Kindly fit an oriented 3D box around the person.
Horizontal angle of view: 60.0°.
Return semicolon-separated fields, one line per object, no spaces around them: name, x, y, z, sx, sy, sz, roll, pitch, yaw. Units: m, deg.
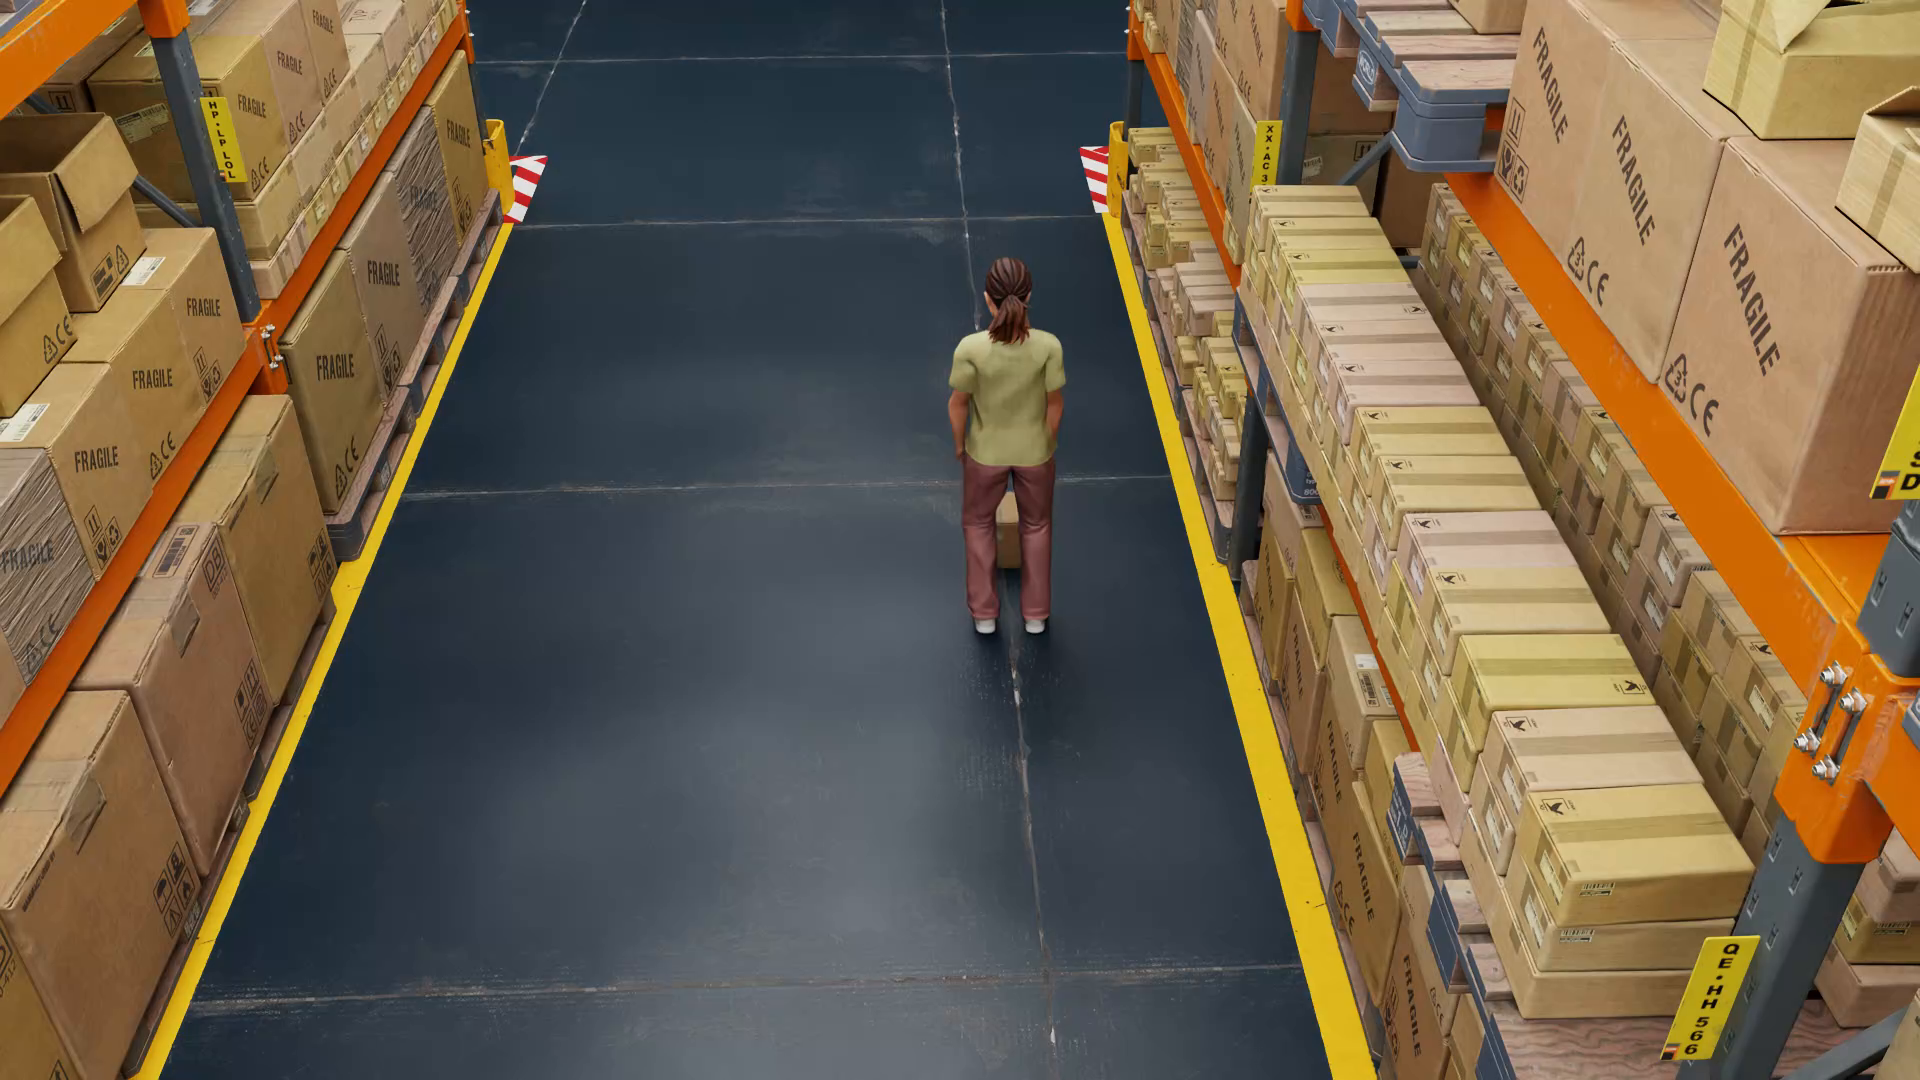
person;0.181;-0.340;6.653;0.455;1.652;0.356;-1;35;-1
